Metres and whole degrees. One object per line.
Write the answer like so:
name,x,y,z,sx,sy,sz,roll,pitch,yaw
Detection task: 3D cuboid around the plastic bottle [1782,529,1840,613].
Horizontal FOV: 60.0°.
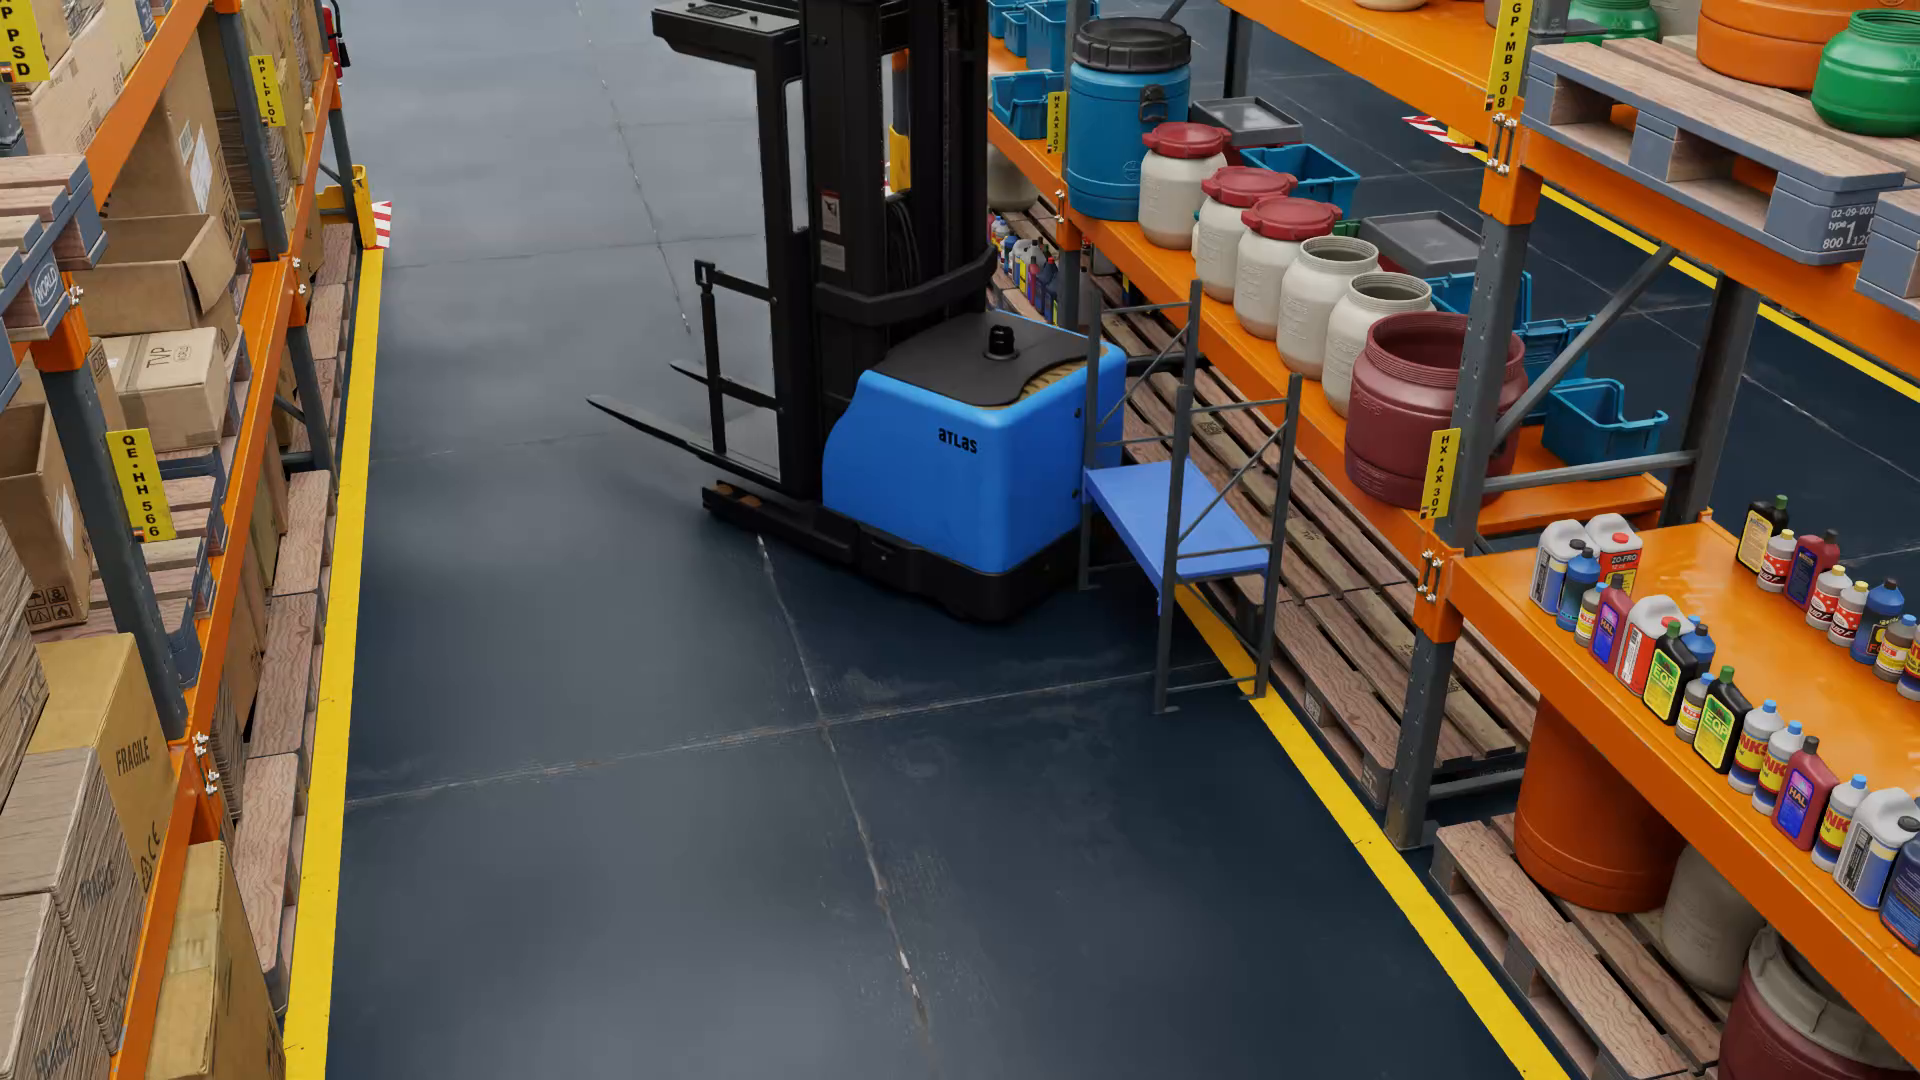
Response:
plastic bottle,2.686,0.079,5.235,0.061,0.283,0.133,-8,31,-13

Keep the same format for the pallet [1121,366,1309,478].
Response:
pallet,1.290,-0.572,9.028,1.003,0.211,1.213,-8,31,-13

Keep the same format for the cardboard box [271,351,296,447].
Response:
cardboard box,-3.799,-0.793,8.702,0.500,0.500,0.500,-9,31,-15

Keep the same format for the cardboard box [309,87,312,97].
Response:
cardboard box,-4.285,-2.850,10.431,0.380,0.149,0.250,-8,31,-13

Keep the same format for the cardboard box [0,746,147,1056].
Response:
cardboard box,-2.173,0.841,3.703,0.500,0.500,0.500,-8,31,-14

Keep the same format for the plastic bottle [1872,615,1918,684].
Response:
plastic bottle,2.776,0.314,4.912,0.097,0.201,0.097,0,30,0

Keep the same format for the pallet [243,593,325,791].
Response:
pallet,-3.196,0.678,6.867,1.003,0.211,1.213,-8,31,-13

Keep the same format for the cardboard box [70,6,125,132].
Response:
cardboard box,-2.685,-1.305,4.665,0.500,0.250,0.500,-7,31,-12

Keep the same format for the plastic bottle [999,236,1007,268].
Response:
plastic bottle,0.307,-1.886,10.868,0.097,0.201,0.097,0,30,0

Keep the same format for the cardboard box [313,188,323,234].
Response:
cardboard box,-4.643,-2.223,11.172,0.500,0.500,0.500,-2,30,-4

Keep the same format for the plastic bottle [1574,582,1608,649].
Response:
plastic bottle,1.939,0.223,5.068,0.097,0.201,0.097,0,30,0

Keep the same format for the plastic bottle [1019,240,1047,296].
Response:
plastic bottle,0.459,-1.719,10.430,0.144,0.351,0.185,-8,31,-14

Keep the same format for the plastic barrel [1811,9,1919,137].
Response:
plastic barrel,2.165,-1.092,3.883,0.294,0.245,0.294,0,30,0

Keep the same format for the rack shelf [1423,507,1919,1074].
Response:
rack shelf,2.637,1.056,4.149,1.077,0.370,4.000,-8,31,-13

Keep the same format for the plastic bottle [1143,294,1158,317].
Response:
plastic bottle,1.168,-1.518,10.151,0.061,0.283,0.133,-8,31,-13

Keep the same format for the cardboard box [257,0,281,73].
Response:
cardboard box,-3.740,-2.592,8.339,0.500,0.500,0.500,-8,31,-13

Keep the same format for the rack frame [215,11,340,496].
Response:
rack frame,-3.731,-1.495,7.838,1.000,3.000,0.127,-8,31,-13

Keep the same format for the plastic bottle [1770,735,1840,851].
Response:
plastic bottle,2.172,0.645,4.257,0.061,0.283,0.133,-8,31,-13

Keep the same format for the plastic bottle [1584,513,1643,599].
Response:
plastic bottle,2.056,0.064,5.269,0.152,0.276,0.135,-8,31,-13

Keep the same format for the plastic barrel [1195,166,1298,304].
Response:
plastic barrel,1.281,-1.366,7.481,0.433,0.535,0.433,0,30,0

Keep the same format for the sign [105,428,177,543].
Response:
sign,-2.135,-0.139,4.340,0.100,0.325,0.005,-8,31,-13

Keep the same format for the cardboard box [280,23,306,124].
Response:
cardboard box,-4.212,-2.613,9.374,0.875,0.500,0.500,-8,31,-13

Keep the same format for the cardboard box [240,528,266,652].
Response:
cardboard box,-3.332,0.199,6.968,0.700,0.500,0.500,-11,32,-18

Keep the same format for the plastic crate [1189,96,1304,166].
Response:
plastic crate,1.468,-1.988,8.626,0.402,0.464,0.583,-8,31,-13

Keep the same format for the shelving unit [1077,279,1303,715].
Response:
shelving unit,0.930,-0.199,7.095,0.538,1.500,1.048,-7,31,-13

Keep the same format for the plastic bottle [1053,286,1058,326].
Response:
plastic bottle,0.598,-1.357,9.872,0.061,0.283,0.133,-6,31,-11

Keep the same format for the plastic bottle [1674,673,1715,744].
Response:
plastic bottle,2.072,0.464,4.652,0.097,0.201,0.097,0,30,0

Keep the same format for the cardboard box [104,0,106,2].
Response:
cardboard box,-2.818,-1.869,4.892,0.500,0.500,0.500,-9,31,-15

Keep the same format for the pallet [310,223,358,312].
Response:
pallet,-4.591,-1.786,11.125,1.003,0.211,1.213,-8,31,-13

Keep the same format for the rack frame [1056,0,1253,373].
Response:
rack frame,1.044,-2.153,8.976,1.000,3.000,0.127,-8,31,-13

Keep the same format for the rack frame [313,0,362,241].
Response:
rack frame,-4.793,-3.427,11.176,1.000,3.000,0.127,-8,31,-13

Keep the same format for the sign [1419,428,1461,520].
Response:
sign,1.577,-0.215,5.465,0.100,0.325,0.005,-8,31,-13

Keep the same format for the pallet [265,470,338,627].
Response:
pallet,-3.523,0.088,7.887,1.003,0.211,1.213,-8,31,-13

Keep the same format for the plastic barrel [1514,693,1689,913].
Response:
plastic barrel,2.252,0.770,5.672,0.600,0.830,0.708,-8,31,-13

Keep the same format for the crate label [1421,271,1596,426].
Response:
crate label,2.103,-0.752,6.520,0.502,0.435,0.616,-8,31,-13

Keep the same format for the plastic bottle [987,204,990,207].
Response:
plastic bottle,0.163,-2.178,11.302,0.097,0.271,0.097,0,30,0

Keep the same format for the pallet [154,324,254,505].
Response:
pallet,-3.234,-0.430,6.191,1.003,0.211,1.213,-8,31,-13

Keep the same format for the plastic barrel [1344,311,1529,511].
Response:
plastic barrel,1.691,-0.464,5.922,0.600,0.536,0.708,-8,31,-13

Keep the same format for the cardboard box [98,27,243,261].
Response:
cardboard box,-3.655,-1.534,6.887,1.000,1.000,1.000,-8,31,-13

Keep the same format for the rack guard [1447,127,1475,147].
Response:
rack guard,4.753,-3.672,14.094,1.175,0.500,0.348,-8,31,-13

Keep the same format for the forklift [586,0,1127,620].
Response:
forklift,-0.677,-1.505,7.925,3.031,2.935,1.130,22,37,33

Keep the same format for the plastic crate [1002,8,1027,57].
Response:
plastic crate,0.571,-3.504,11.459,0.499,0.251,0.408,-8,31,-13

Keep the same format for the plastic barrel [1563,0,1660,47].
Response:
plastic barrel,1.991,-1.565,5.120,0.294,0.245,0.294,0,30,0

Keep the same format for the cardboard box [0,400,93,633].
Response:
cardboard box,-2.851,-0.043,4.811,0.500,0.500,0.500,-12,32,-19

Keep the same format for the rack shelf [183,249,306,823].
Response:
rack shelf,-3.200,-0.217,6.349,1.077,0.370,4.000,-8,31,-13

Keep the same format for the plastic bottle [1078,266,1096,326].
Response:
plastic bottle,0.734,-1.489,10.033,0.144,0.351,0.185,-8,31,-13

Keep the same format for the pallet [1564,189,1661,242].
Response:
pallet,5.323,-2.583,12.502,1.003,0.211,1.213,-8,31,-13

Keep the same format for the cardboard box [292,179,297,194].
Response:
cardboard box,-3.721,-1.889,8.770,0.380,0.149,0.250,-8,31,-13
